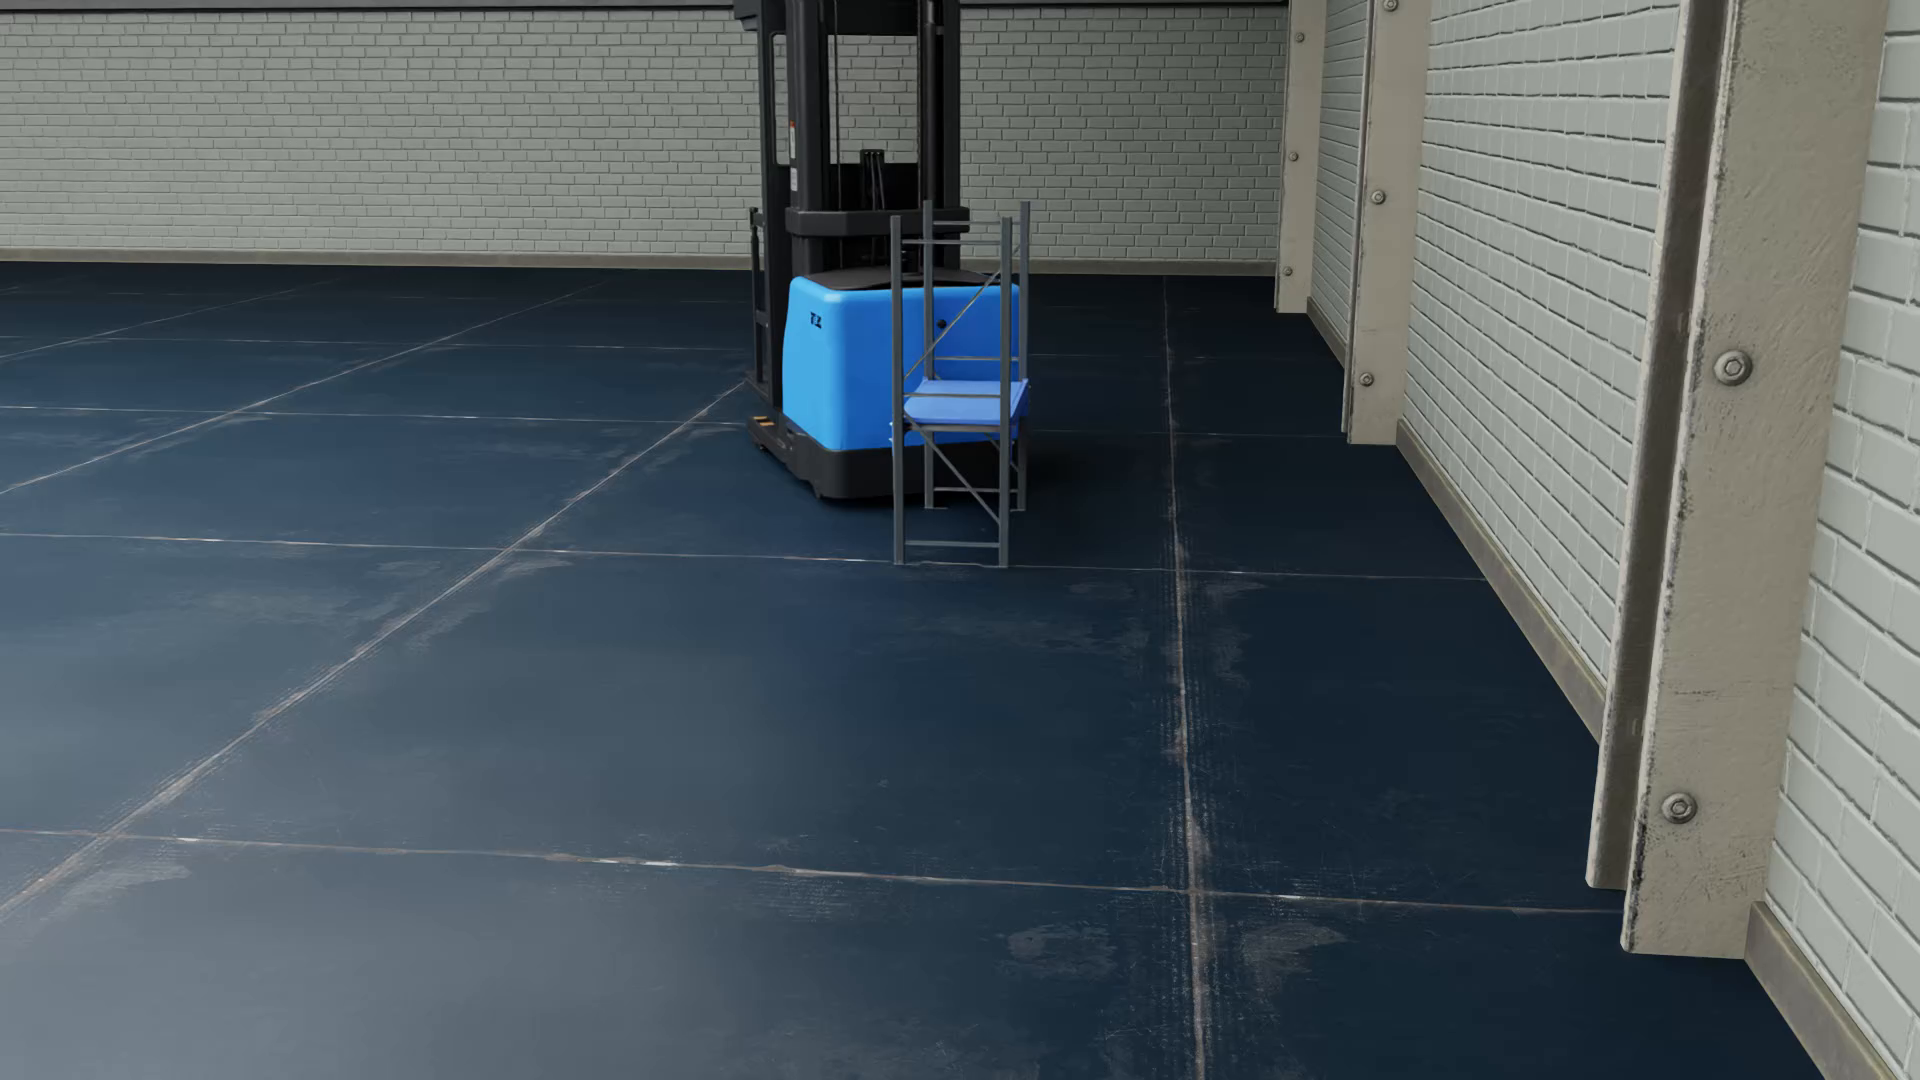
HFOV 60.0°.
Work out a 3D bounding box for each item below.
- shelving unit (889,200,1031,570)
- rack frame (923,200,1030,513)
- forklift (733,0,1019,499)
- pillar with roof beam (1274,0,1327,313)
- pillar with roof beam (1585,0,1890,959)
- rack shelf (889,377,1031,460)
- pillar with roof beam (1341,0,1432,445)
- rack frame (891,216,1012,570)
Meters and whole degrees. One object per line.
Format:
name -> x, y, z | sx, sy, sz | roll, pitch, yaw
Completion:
shelving unit -> 0.021, -0.738, 7.518 | 0.538, 1.500, 1.048 | 2, 15, 6
rack frame -> 0.077, -0.870, 8.006 | 0.500, 1.500, 0.032 | 2, 15, 6
forklift -> -0.613, -1.957, 9.283 | 1.130, 2.935, 3.031 | -5, 16, -17
pillar with roof beam -> -1.148, -6.639, 14.974 | 9.100, 9.000, 0.400 | 2, 15, 6
pillar with roof beam -> -2.502, -3.526, 3.464 | 9.100, 9.000, 0.400 | 2, 15, 6
rack shelf -> 0.021, -0.564, 7.565 | 0.538, 0.185, 1.000 | 2, 15, 6
pillar with roof beam -> -1.825, -5.083, 9.219 | 9.100, 9.000, 0.400 | 2, 15, 6
rack frame -> -0.036, -0.606, 7.031 | 0.500, 1.500, 0.032 | 2, 15, 6
